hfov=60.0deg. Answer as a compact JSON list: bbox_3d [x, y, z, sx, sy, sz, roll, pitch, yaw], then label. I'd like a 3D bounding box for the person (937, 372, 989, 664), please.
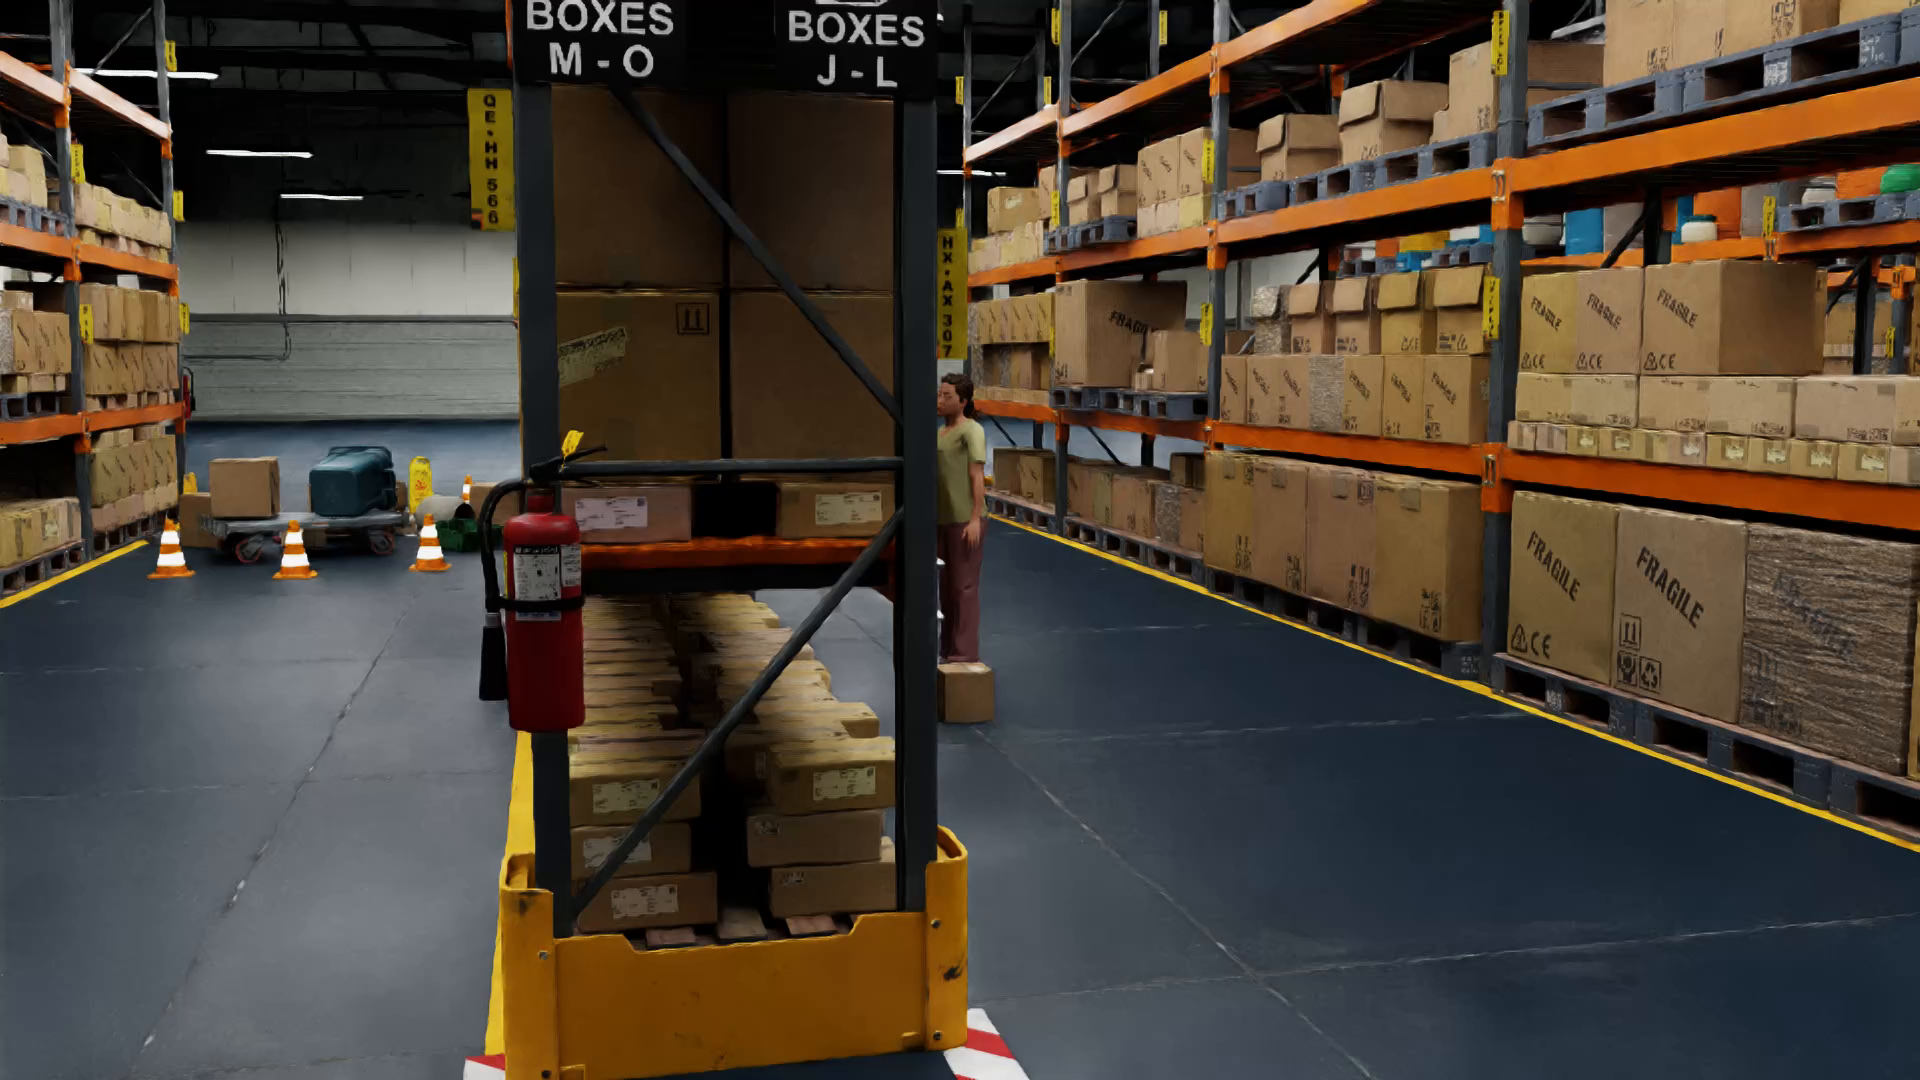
[{"bbox_3d":[-0.064,-0.064,9.122,0.399,1.659,0.556,-4,7,-31],"label":"person"}]
